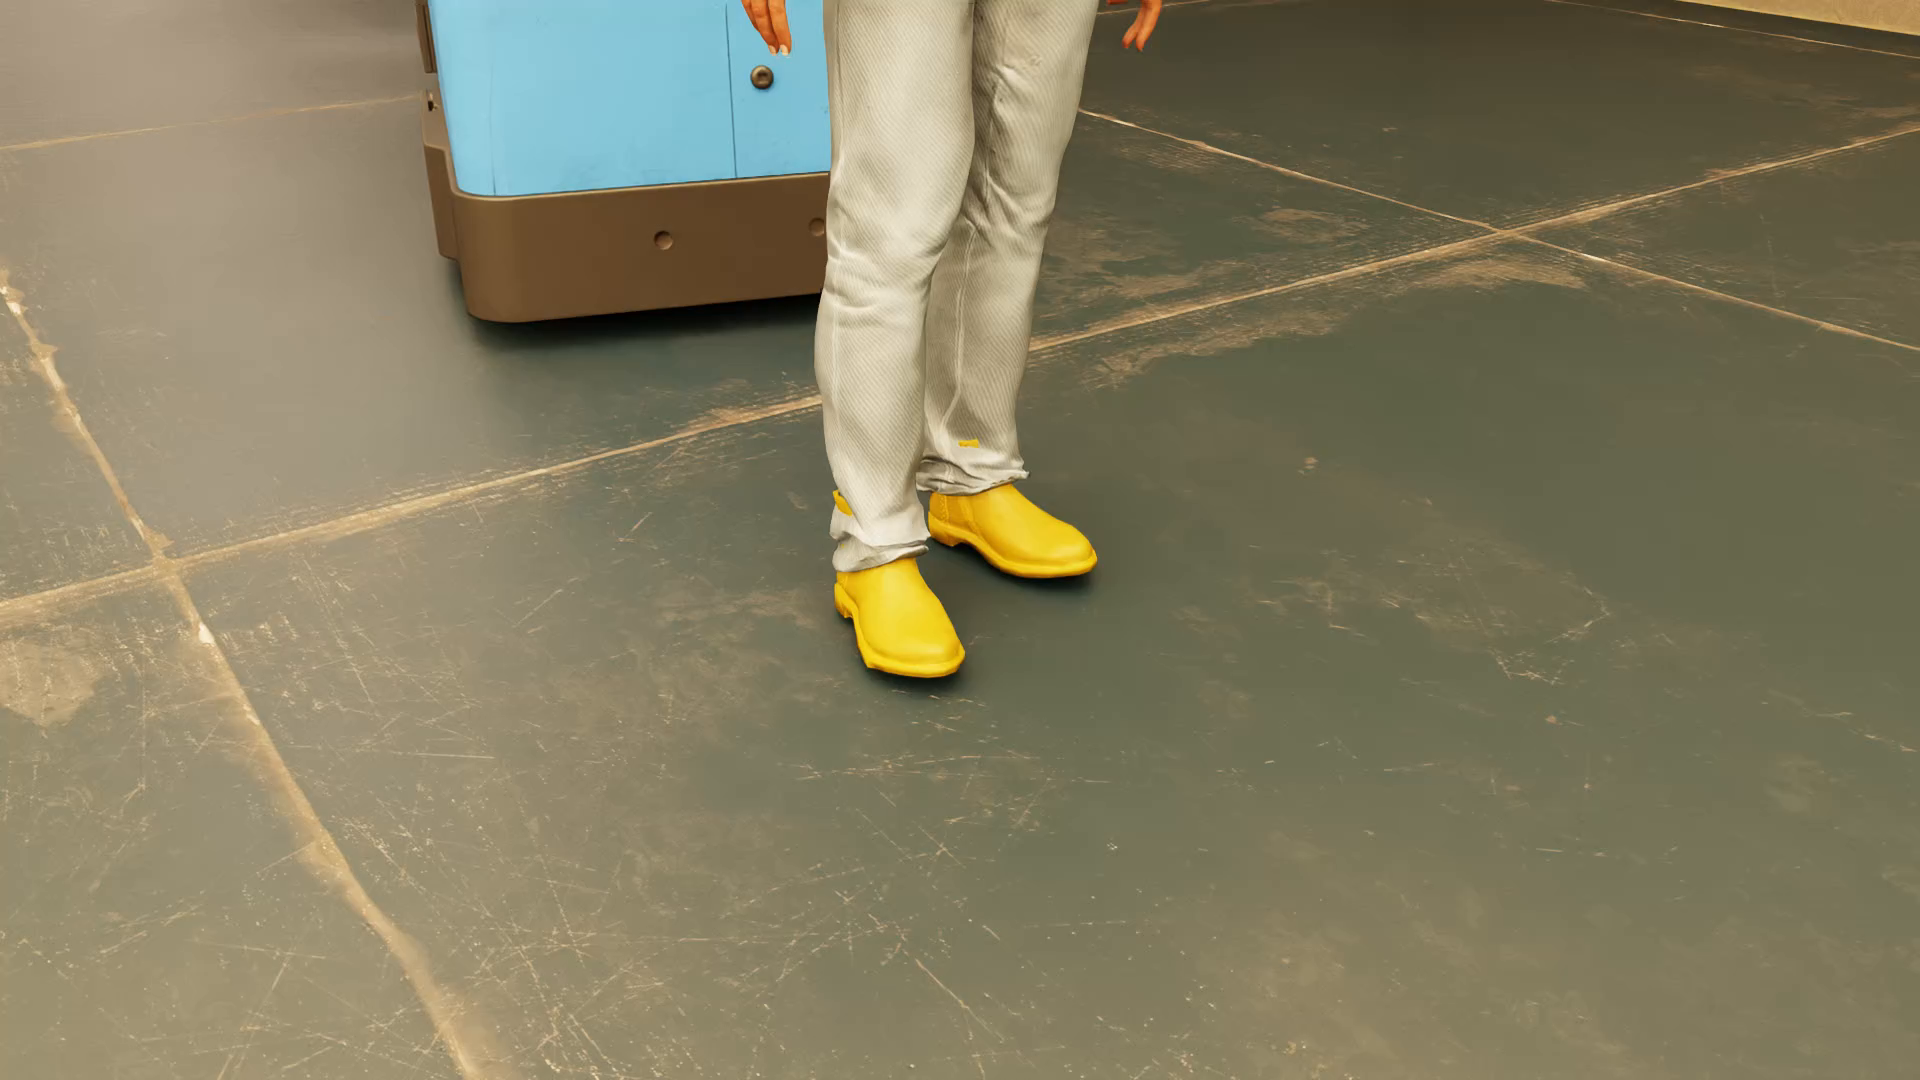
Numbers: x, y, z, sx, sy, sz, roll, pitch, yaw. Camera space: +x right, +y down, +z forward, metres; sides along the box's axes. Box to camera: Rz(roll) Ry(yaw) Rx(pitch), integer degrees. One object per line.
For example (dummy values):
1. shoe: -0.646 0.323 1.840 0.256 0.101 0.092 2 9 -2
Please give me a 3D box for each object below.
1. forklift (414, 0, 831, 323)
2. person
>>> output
1. forklift: -0.881 -2.364 3.944 1.130 2.935 3.031 -8 28 -16
2. person: 0.035 -0.769 2.047 0.666 1.765 0.577 -17 31 -31
